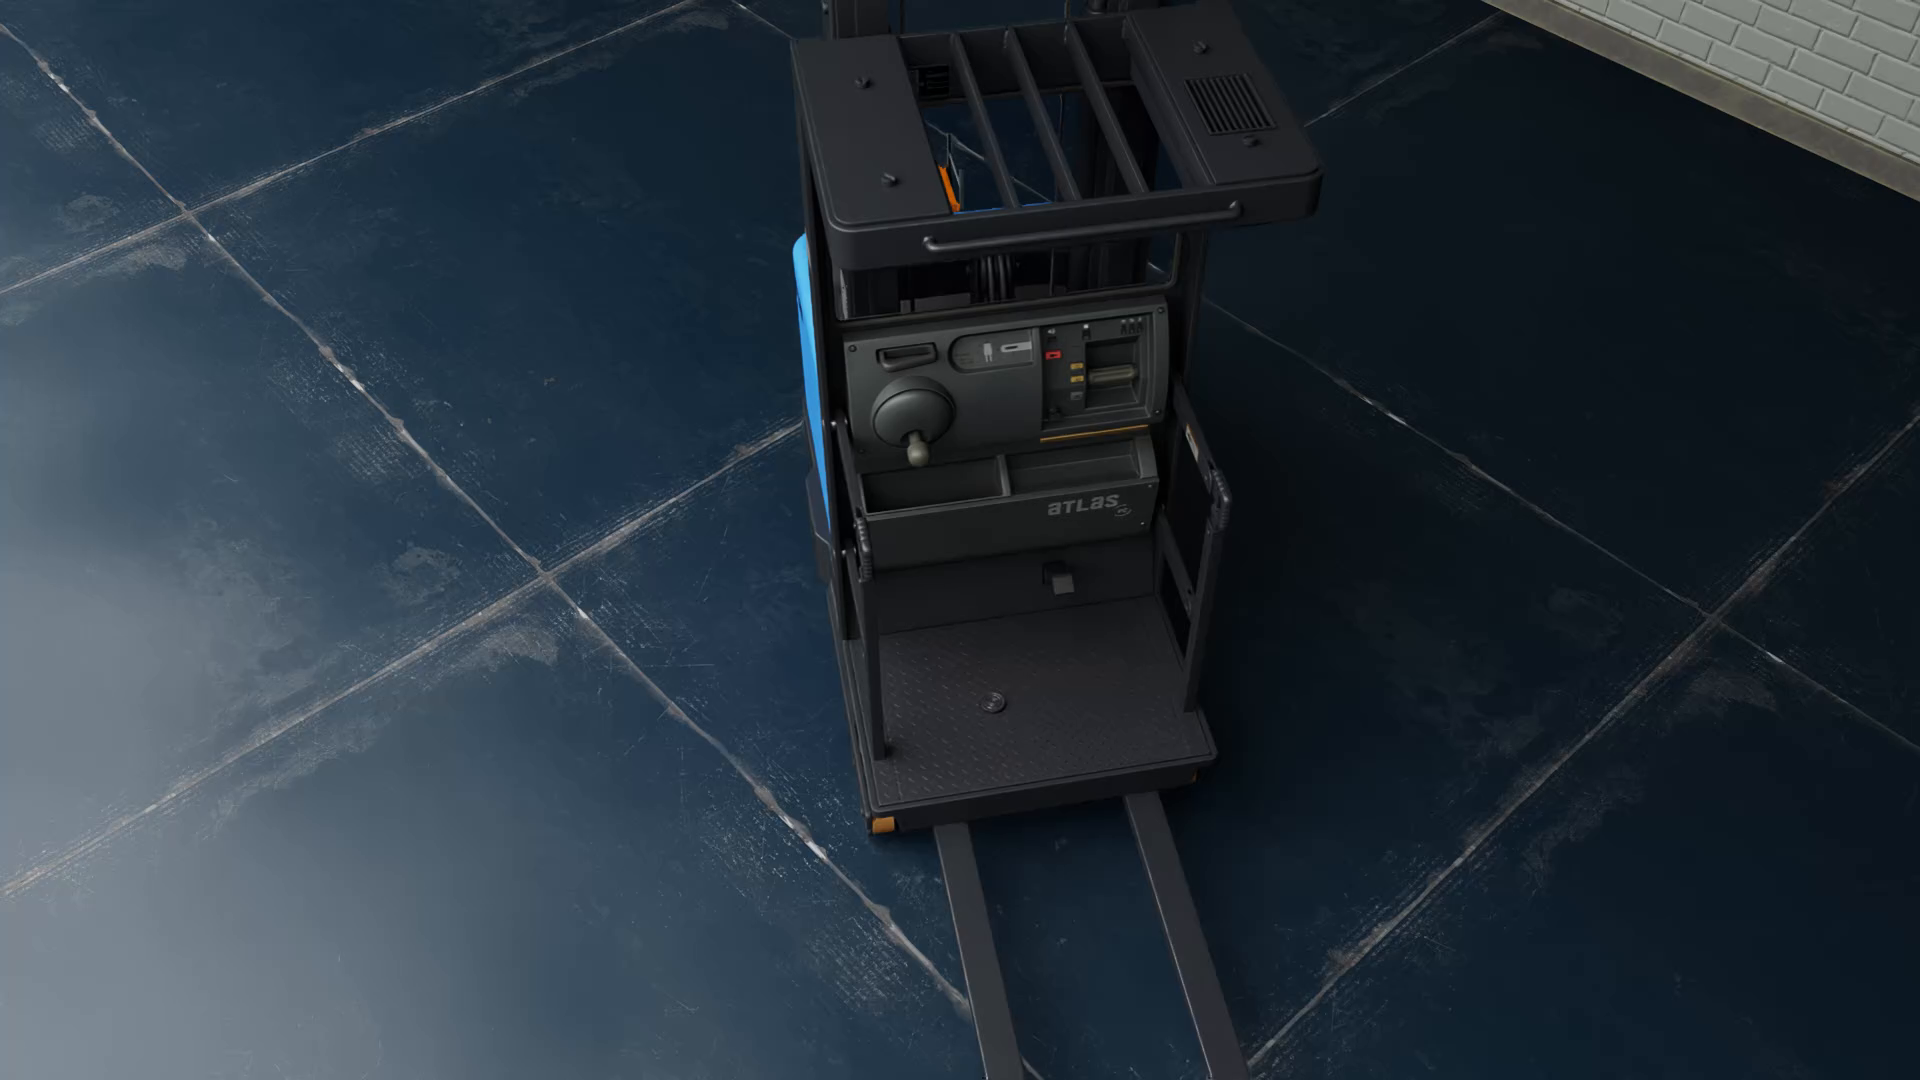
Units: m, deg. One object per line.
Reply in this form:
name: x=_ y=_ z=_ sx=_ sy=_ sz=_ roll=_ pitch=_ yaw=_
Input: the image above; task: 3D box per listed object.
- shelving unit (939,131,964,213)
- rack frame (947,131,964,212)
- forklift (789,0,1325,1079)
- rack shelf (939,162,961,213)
shelving unit: x=-0.257 y=-0.941 z=6.302 sx=0.503 sy=1.200 sz=0.258 roll=-8 pitch=48 yaw=-8
rack frame: x=-0.018 y=-0.976 z=6.334 sx=0.015 sy=1.200 sz=0.240 roll=-8 pitch=48 yaw=-8
forklift: x=0.182 y=-0.348 z=4.577 sx=1.130 sy=2.935 sz=3.031 roll=-8 pitch=48 yaw=-7
rack shelf: x=-0.257 y=-1.207 z=6.013 sx=0.480 sy=0.148 sz=0.258 roll=-8 pitch=48 yaw=-8
